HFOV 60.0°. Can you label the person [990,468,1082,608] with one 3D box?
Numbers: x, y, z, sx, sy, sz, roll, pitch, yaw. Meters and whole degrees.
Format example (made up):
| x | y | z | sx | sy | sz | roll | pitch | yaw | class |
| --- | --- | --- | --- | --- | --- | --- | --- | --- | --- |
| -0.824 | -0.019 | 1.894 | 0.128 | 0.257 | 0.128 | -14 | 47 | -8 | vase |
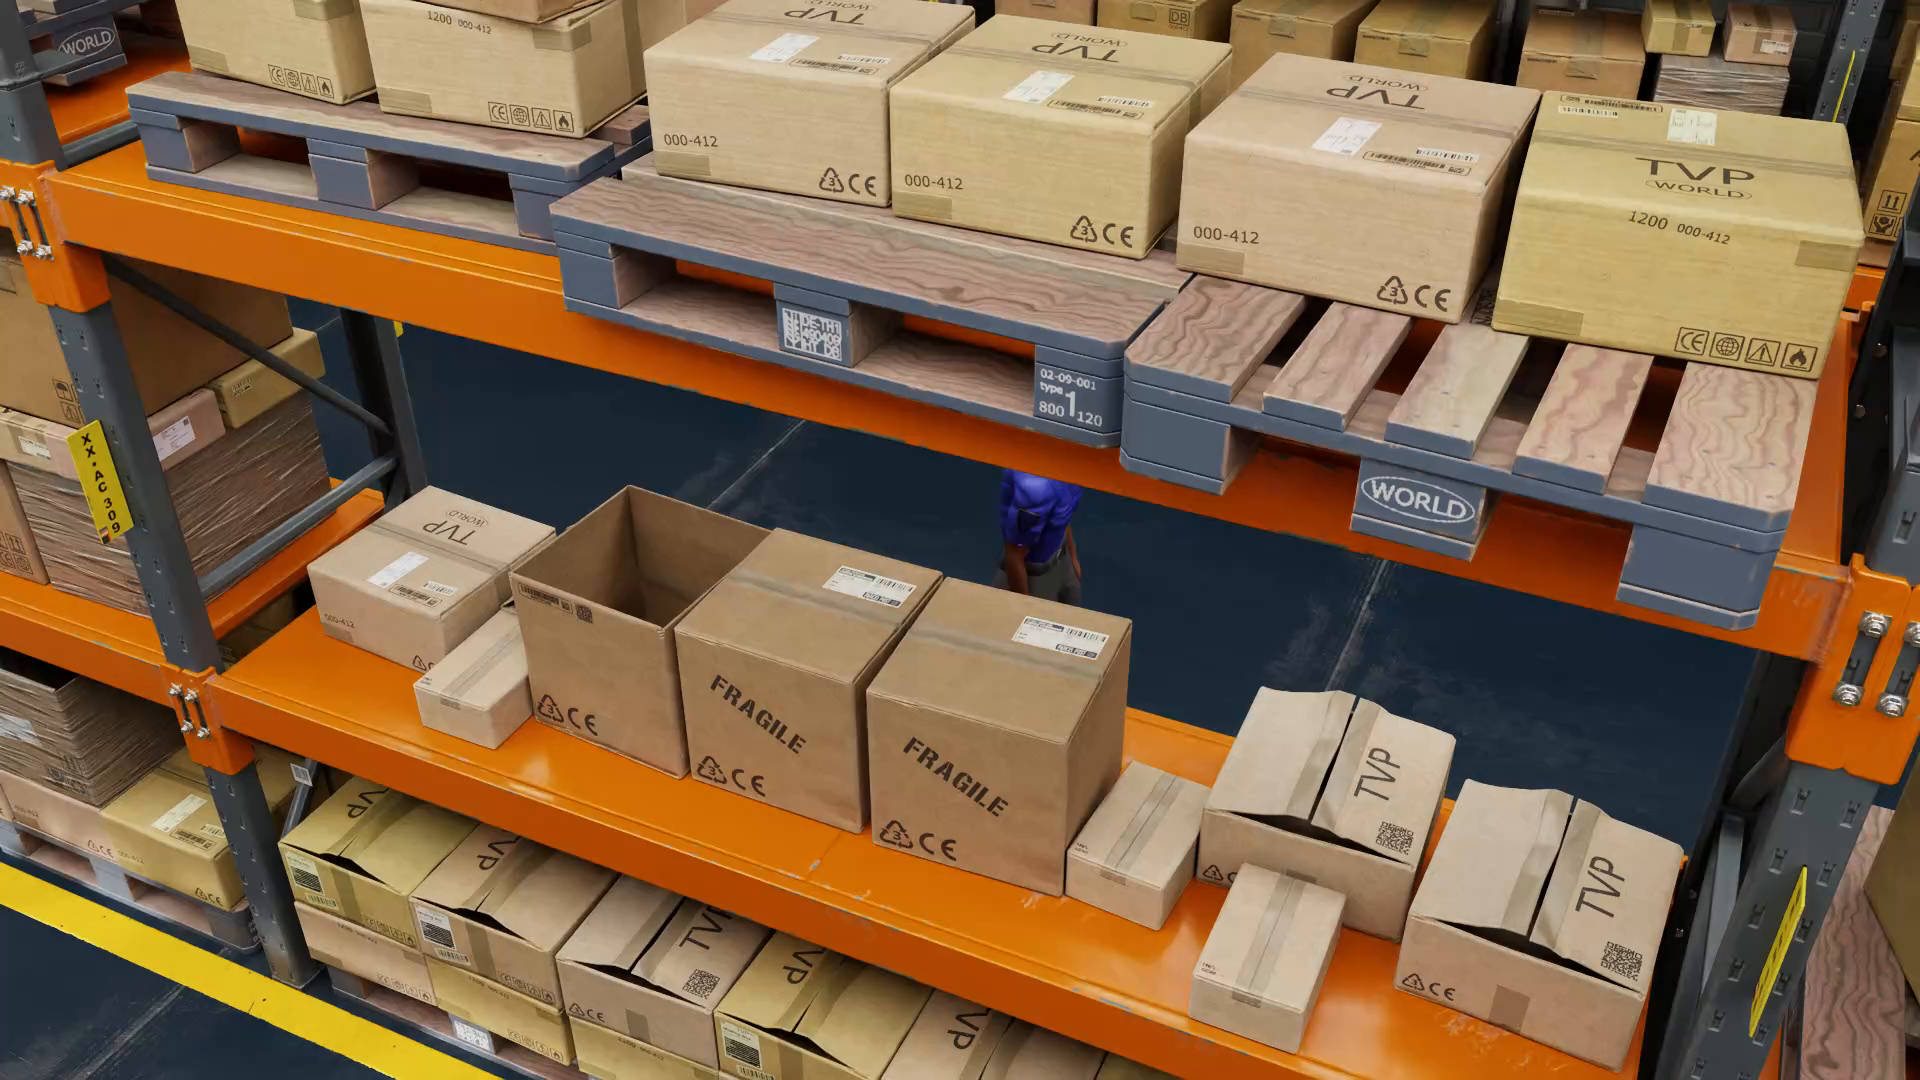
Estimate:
| x | y | z | sx | sy | sz | roll | pitch | yaw | class |
| --- | --- | --- | --- | --- | --- | --- | --- | --- | --- |
| 0.316 | 0.173 | 5.887 | 0.396 | 1.656 | 0.531 | 13 | 36 | 19 | person |
